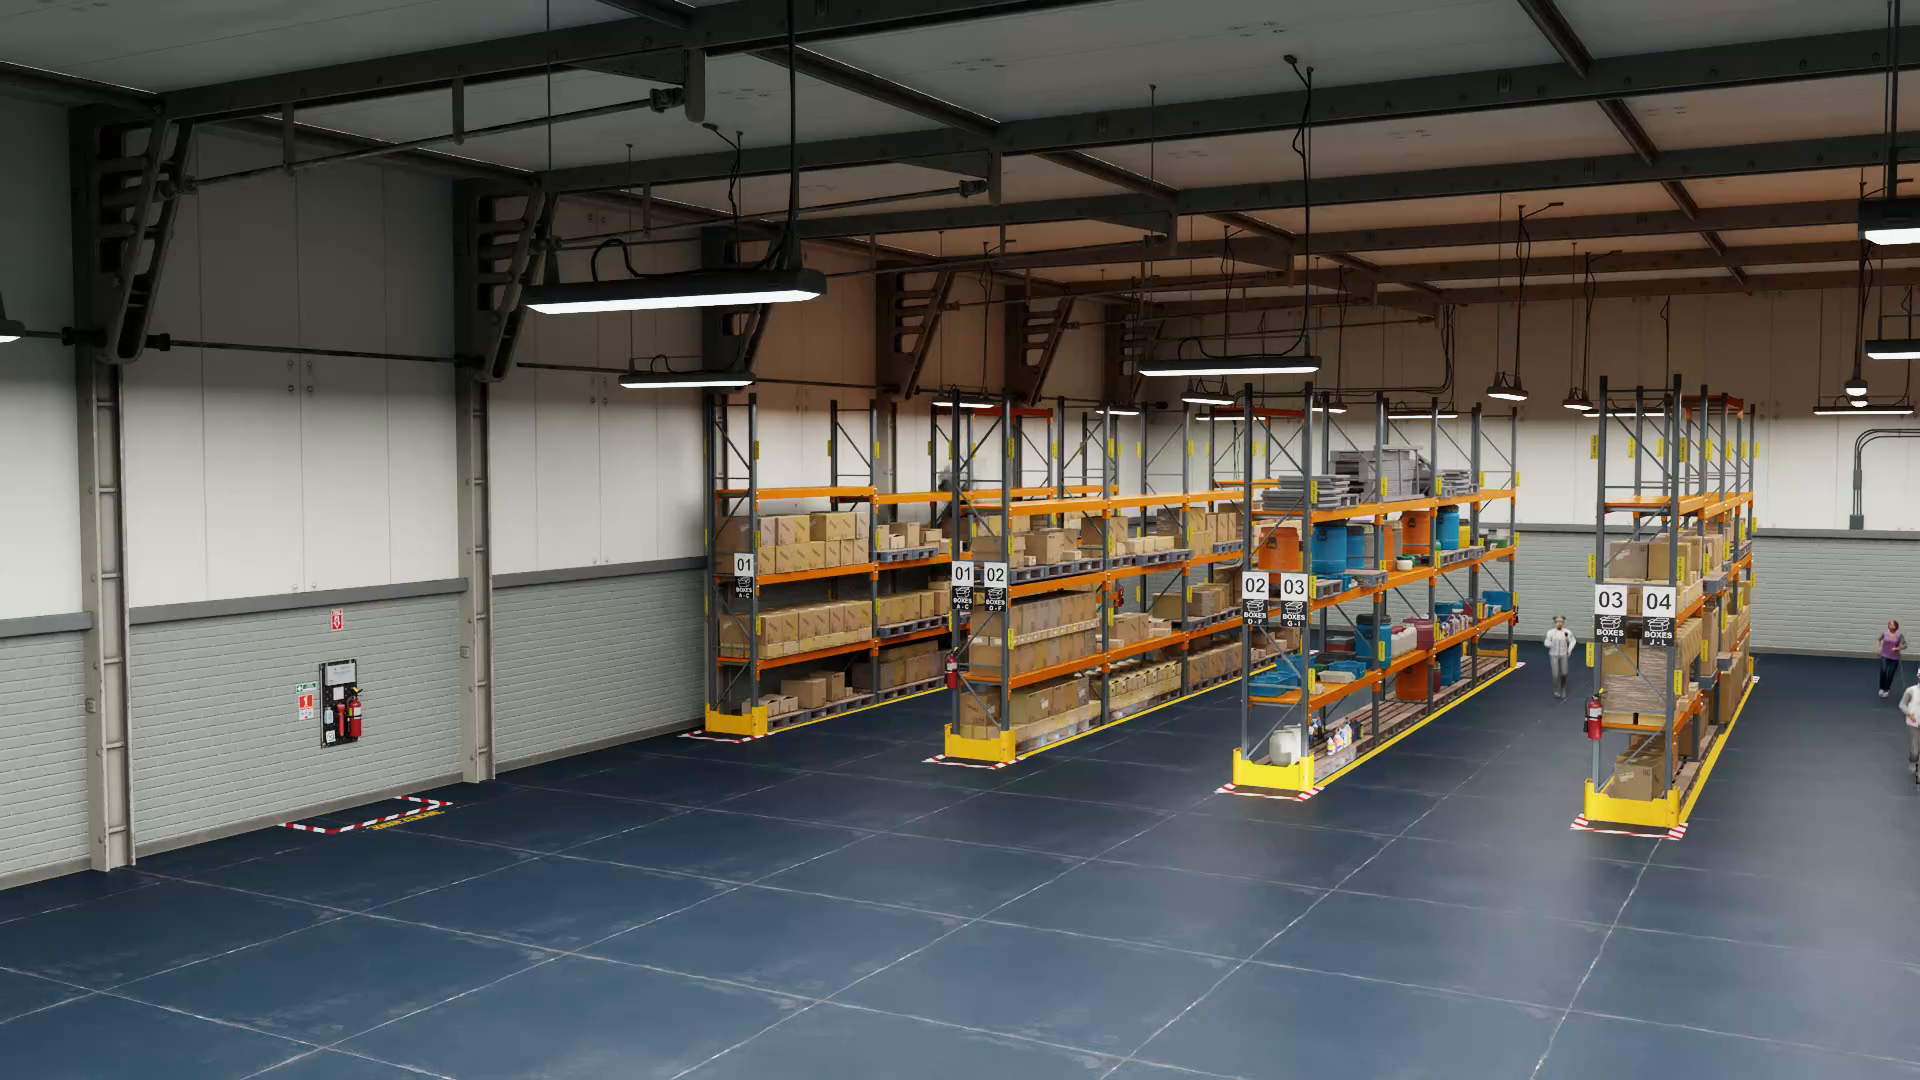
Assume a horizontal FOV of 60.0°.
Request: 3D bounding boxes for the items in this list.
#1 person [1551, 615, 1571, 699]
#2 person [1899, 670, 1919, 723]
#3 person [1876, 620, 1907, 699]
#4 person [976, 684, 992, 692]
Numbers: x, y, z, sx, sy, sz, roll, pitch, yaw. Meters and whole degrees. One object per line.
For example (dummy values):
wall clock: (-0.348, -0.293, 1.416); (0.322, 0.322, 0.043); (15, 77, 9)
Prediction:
person: (12.085, 2.356, 33.471); (0.413, 1.685, 0.627); (1, 3, 19)
person: (14.435, 2.343, 24.867); (0.657, 0.870, 0.444); (1, 3, 23)
person: (18.765, 2.409, 33.512); (0.561, 1.584, 0.570); (2, 4, 33)
person: (0.488, 2.503, 30.702); (0.559, 1.573, 0.504); (1, 3, 17)
